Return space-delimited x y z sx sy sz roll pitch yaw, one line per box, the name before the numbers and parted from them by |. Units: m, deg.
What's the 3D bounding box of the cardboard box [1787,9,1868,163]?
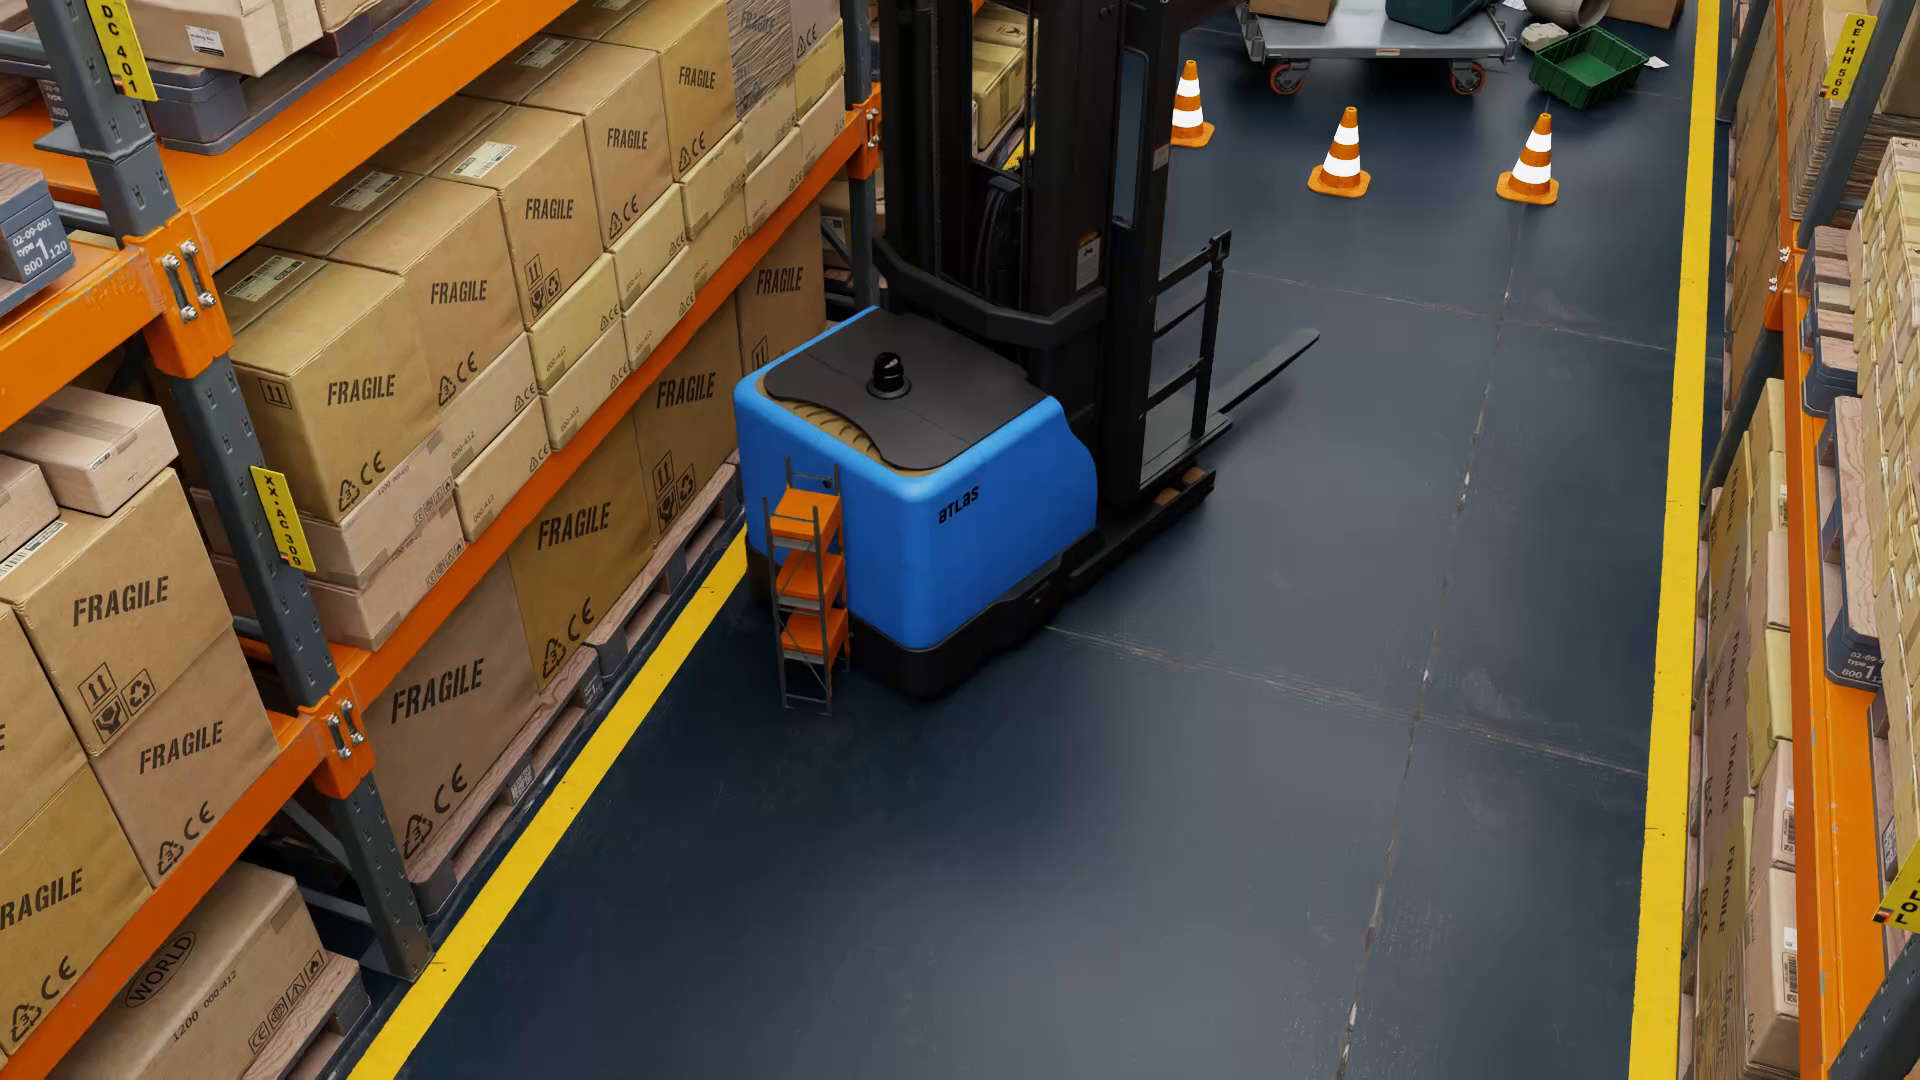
cardboard box | 3.869 -1.892 7.080 0.500 0.500 0.500 13 42 15

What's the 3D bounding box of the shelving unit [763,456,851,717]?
shelving unit | -0.562 0.191 6.217 0.215 1.050 0.252 9 41 11

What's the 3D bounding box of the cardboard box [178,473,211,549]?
cardboard box | -2.337 -0.269 4.985 0.500 0.250 0.500 13 42 15

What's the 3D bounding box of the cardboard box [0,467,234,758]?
cardboard box | -2.161 0.118 3.954 0.500 0.500 0.500 13 42 15

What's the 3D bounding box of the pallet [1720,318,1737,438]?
pallet | 4.135 -0.619 7.813 1.003 0.211 1.213 13 42 15

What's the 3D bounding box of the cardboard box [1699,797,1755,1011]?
cardboard box | 2.619 1.195 5.141 0.500 0.500 0.500 12 42 14

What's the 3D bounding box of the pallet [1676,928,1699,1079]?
pallet | 2.692 1.810 4.966 1.003 0.211 1.213 13 42 15

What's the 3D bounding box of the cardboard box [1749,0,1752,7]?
cardboard box | 5.748 -3.926 10.854 0.875 0.875 0.875 14 42 15

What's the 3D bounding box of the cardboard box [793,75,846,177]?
cardboard box | -0.820 -1.830 7.199 0.500 0.250 0.500 12 42 14

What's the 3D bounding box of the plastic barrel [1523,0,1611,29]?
plastic barrel | 4.109 -3.708 11.270 0.421 0.421 0.512 -21 45 -22

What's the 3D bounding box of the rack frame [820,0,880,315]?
rack frame | -0.891 -2.253 7.579 1.000 3.000 0.127 13 42 15

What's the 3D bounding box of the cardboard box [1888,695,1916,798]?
cardboard box | 2.552 0.563 4.149 0.380 0.149 0.250 13 42 15

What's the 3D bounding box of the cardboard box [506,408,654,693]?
cardboard box | -1.821 -0.113 6.385 0.875 0.875 0.875 14 43 16

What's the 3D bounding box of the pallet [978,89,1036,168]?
pallet | -0.204 -2.410 9.912 1.003 0.211 1.213 13 42 15

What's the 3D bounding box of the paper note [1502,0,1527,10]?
paper note | 3.908 -3.757 11.637 0.172 0.023 0.155 29 48 29

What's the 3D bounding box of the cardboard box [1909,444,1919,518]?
cardboard box | 2.827 -0.150 4.526 0.380 0.149 0.250 11 42 13

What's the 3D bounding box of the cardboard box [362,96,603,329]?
cardboard box | -1.517 -1.058 5.332 0.500 0.500 0.500 12 42 14

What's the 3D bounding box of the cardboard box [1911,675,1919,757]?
cardboard box | 2.554 0.448 4.054 0.380 0.149 0.250 15 43 17

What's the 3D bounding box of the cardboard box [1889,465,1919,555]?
cardboard box | 2.825 -0.045 4.632 0.380 0.149 0.250 13 42 15

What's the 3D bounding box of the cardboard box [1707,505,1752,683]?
cardboard box | 3.145 0.258 6.239 0.500 0.500 0.500 14 42 16

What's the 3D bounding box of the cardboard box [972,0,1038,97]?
cardboard box | 0.057 -3.093 10.265 0.950 0.372 0.625 16 43 18

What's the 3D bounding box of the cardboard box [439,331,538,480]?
cardboard box | -1.692 -0.476 5.228 0.500 0.250 0.500 14 42 16

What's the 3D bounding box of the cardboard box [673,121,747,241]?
cardboard box | -1.146 -1.404 6.315 0.500 0.250 0.500 12 42 14

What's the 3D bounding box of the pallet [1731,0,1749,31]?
pallet | 5.912 -3.788 11.527 1.003 0.211 1.213 13 42 15

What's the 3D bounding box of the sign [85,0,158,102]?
sign | -1.737 -1.059 3.410 0.100 0.325 0.005 13 42 15

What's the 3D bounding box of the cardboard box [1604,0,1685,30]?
cardboard box | 4.729 -3.880 11.411 0.500 0.500 0.500 21 45 22

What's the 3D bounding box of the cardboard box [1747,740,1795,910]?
cardboard box | 2.633 0.909 4.898 0.500 0.250 0.500 15 43 17

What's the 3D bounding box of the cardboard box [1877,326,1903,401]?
cardboard box | 3.090 -0.508 5.175 0.380 0.149 0.250 13 42 15

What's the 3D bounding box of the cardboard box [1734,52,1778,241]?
cardboard box | 4.702 -1.973 8.662 1.050 0.750 0.750 13 42 15

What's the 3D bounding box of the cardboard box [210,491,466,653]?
cardboard box | -1.861 0.034 5.014 0.500 0.250 0.500 12 42 14

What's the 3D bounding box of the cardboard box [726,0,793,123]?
cardboard box | -0.990 -1.983 6.416 0.500 0.500 0.500 14 42 16

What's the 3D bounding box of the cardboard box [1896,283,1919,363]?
cardboard box | 3.096 -0.627 5.086 0.380 0.149 0.250 15 43 17

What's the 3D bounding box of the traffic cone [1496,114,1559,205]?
traffic cone | 3.285 -2.208 9.481 0.336 0.463 0.334 13 42 15

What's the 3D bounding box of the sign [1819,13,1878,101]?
sign | 3.272 -1.777 6.130 0.100 0.325 0.005 13 42 15

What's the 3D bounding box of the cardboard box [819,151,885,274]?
cardboard box | -0.689 -1.755 8.697 0.950 0.372 0.625 11 42 12

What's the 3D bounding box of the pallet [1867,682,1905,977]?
pallet | 2.825 0.863 4.075 1.003 0.211 1.213 13 42 15

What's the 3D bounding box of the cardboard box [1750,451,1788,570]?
cardboard box | 3.158 -0.034 6.003 0.500 0.250 0.500 13 42 15

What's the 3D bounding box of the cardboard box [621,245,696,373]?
cardboard box | -1.315 -0.894 6.102 0.500 0.250 0.500 13 42 14

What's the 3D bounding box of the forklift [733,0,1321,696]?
forklift | 0.488 -1.382 6.611 1.130 2.935 3.031 31 49 31

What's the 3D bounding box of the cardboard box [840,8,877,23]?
cardboard box | -0.605 -2.474 7.709 0.380 0.149 0.250 11 42 13

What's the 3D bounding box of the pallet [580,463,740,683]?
pallet | -1.650 0.014 7.071 1.003 0.211 1.213 13 42 15

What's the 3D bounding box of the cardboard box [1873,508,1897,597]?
cardboard box | 2.819 0.078 4.717 0.380 0.149 0.250 15 43 17

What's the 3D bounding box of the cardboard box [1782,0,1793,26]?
cardboard box | 4.385 -2.820 8.167 0.500 0.500 0.500 13 42 15

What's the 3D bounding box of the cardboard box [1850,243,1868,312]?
cardboard box | 3.360 -0.888 5.850 0.380 0.149 0.250 15 43 17

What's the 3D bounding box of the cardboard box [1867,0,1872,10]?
cardboard box | 4.303 -2.528 7.055 0.700 0.500 0.500 13 42 14

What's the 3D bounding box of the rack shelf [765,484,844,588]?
rack shelf | -0.562 -0.017 6.040 0.215 0.259 0.240 9 41 11

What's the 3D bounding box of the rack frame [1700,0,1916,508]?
rack frame | 3.795 -1.216 6.364 1.000 3.000 0.127 13 42 15

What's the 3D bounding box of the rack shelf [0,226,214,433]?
rack shelf | -2.943 0.539 2.550 1.077 0.370 4.000 13 42 15

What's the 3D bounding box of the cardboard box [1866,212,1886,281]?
cardboard box | 3.350 -0.977 5.725 0.380 0.149 0.250 15 43 17

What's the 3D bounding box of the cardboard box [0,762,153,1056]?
cardboard box | -2.348 0.803 3.920 0.500 0.500 0.500 12 42 14

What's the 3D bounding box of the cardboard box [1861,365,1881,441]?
cardboard box | 3.089 -0.396 5.273 0.380 0.149 0.250 15 43 16

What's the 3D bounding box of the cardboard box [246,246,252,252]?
cardboard box | -2.172 -0.877 5.119 0.500 0.500 0.500 14 42 16

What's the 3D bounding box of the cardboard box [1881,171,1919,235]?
cardboard box | 3.365 -1.103 5.643 0.380 0.149 0.250 12 42 14

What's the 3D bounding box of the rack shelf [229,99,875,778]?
rack shelf | -1.575 -0.759 6.383 1.077 0.370 4.000 13 42 15

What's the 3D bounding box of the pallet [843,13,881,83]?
pallet | -0.748 -2.638 8.179 1.213 0.211 1.003 13 42 15
